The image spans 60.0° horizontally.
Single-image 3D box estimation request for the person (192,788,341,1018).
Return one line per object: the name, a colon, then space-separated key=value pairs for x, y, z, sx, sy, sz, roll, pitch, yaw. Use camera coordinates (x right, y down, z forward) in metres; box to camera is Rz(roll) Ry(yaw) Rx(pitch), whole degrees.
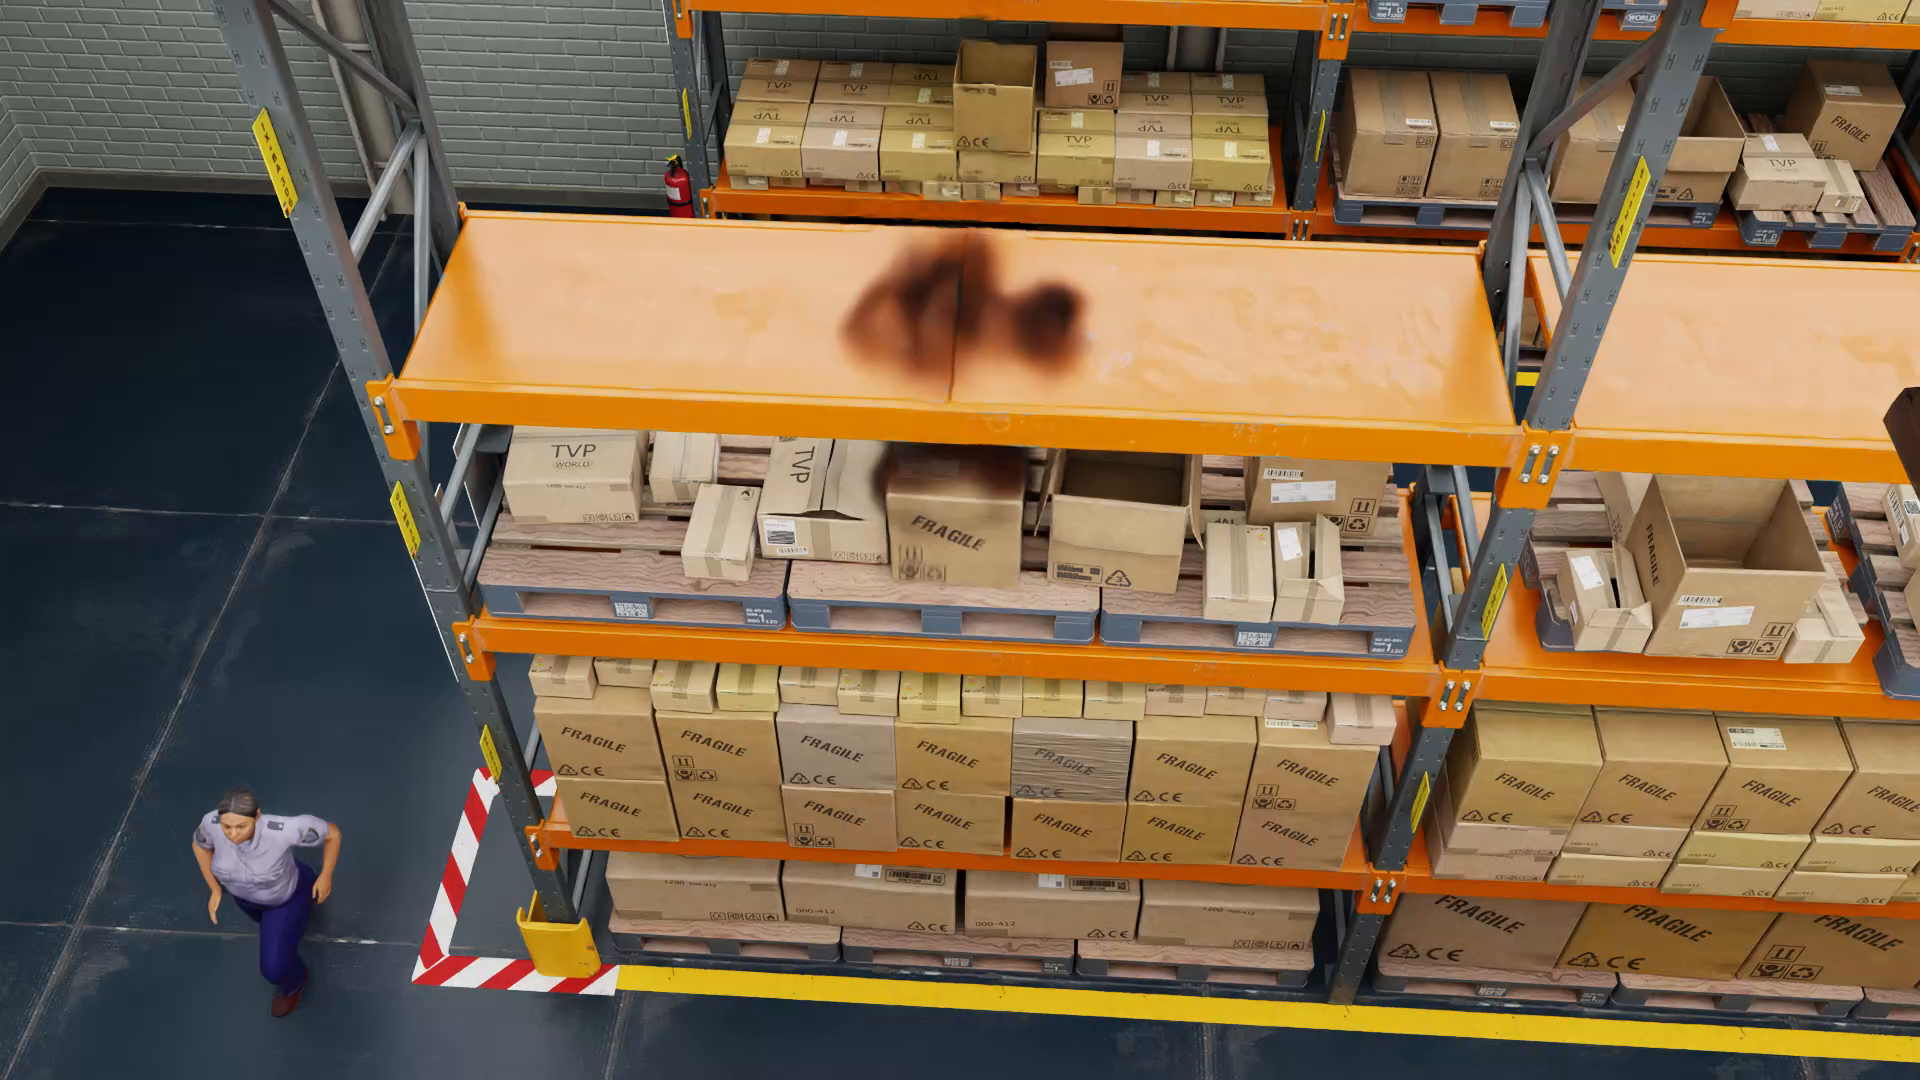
person: x=-3.333 y=1.703 z=8.129 sx=0.681 sy=1.666 sz=0.692 roll=10 pitch=49 yaw=9
